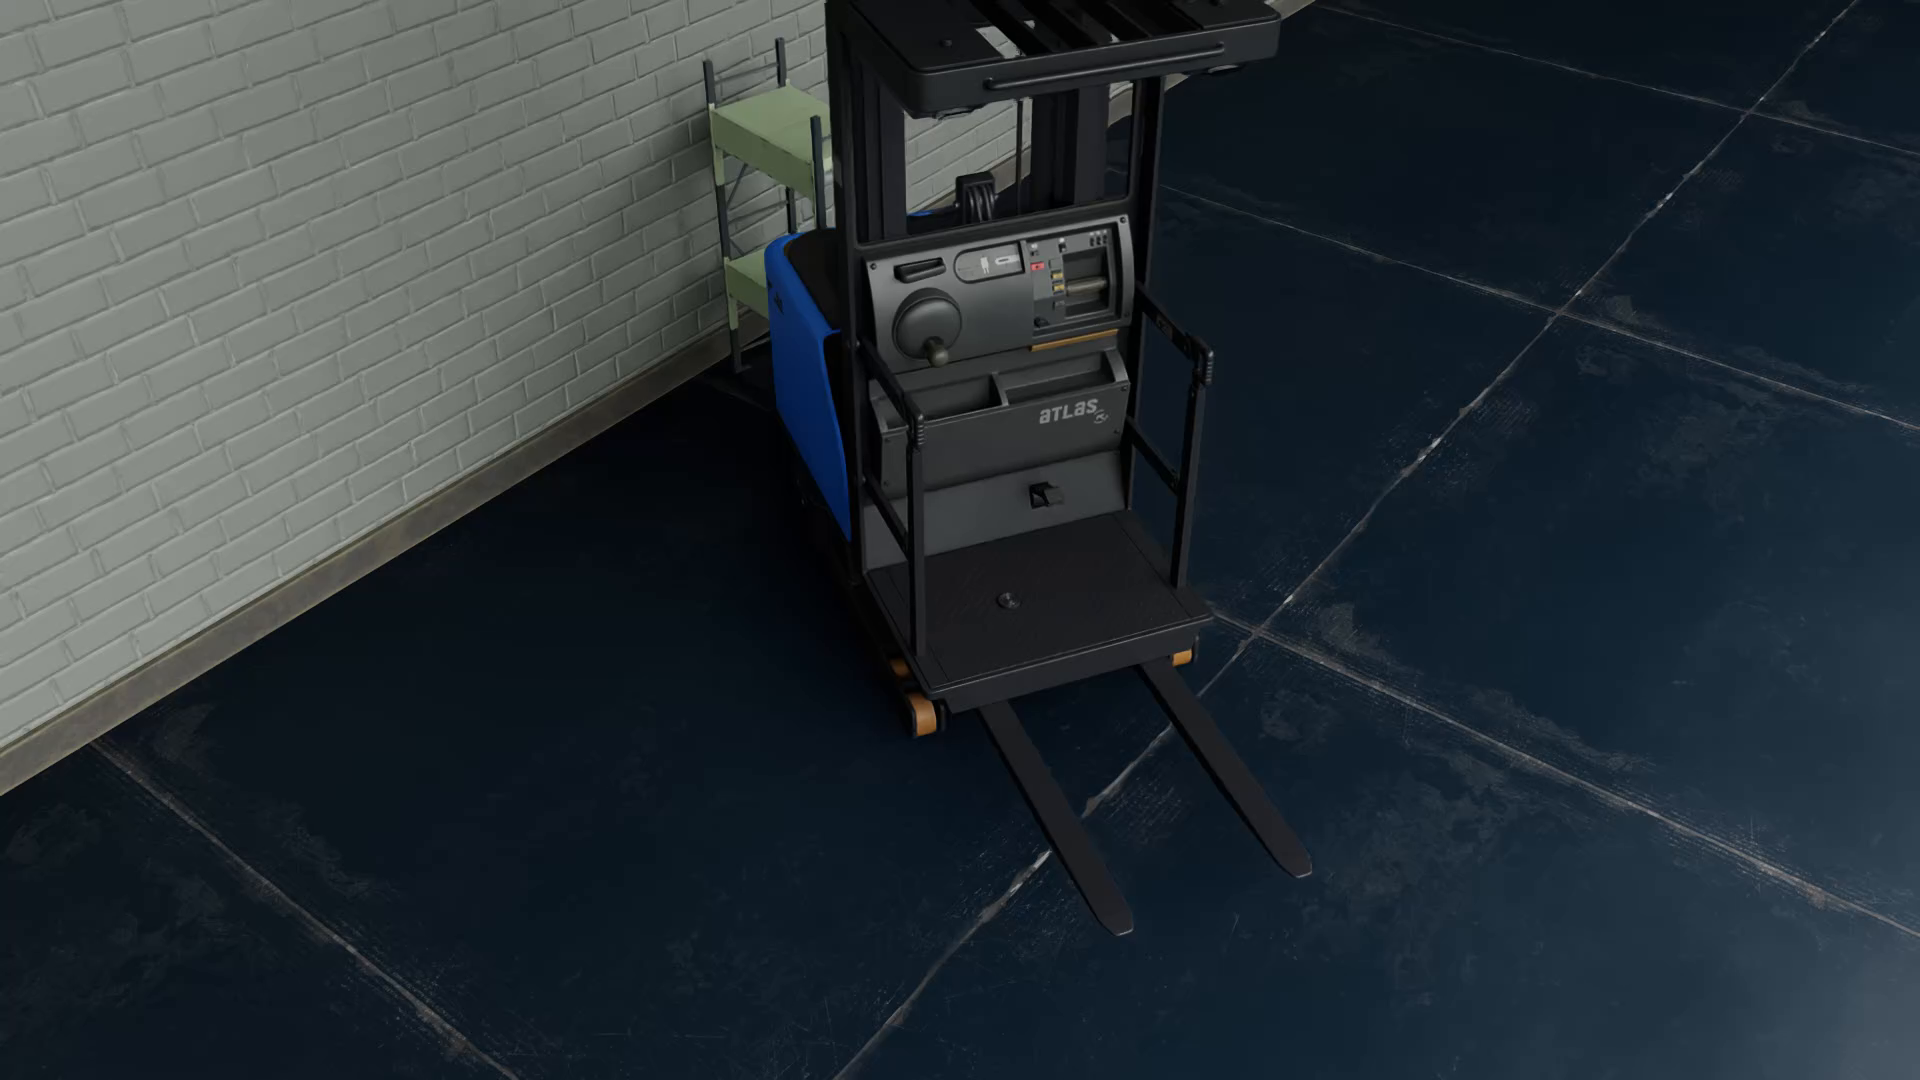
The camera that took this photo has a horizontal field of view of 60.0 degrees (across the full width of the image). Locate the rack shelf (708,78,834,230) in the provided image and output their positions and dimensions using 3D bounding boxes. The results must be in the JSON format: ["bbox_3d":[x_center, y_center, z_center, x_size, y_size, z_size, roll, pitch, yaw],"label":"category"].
[{"bbox_3d":[-0.659,-1.589,6.929,0.431,0.370,0.720,-28,46,-31],"label":"rack shelf"}]

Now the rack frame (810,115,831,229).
[{"bbox_3d":[-0.418,-1.111,6.953,0.400,1.500,0.023,-28,46,-31],"label":"rack frame"}]

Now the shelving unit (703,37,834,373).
[{"bbox_3d":[-0.659,-1.281,7.170,0.431,1.500,0.755,-28,46,-31],"label":"shelving unit"}]

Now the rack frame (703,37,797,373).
[{"bbox_3d":[-0.899,-1.451,7.387,0.400,1.500,0.023,-28,46,-31],"label":"rack frame"}]

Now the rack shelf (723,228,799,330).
[{"bbox_3d":[-0.659,-1.025,7.371,0.431,0.370,0.720,-28,46,-31],"label":"rack shelf"}]

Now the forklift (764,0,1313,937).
[{"bbox_3d":[0.222,-0.756,5.337,1.130,2.935,3.031,-13,40,-17],"label":"forklift"}]
